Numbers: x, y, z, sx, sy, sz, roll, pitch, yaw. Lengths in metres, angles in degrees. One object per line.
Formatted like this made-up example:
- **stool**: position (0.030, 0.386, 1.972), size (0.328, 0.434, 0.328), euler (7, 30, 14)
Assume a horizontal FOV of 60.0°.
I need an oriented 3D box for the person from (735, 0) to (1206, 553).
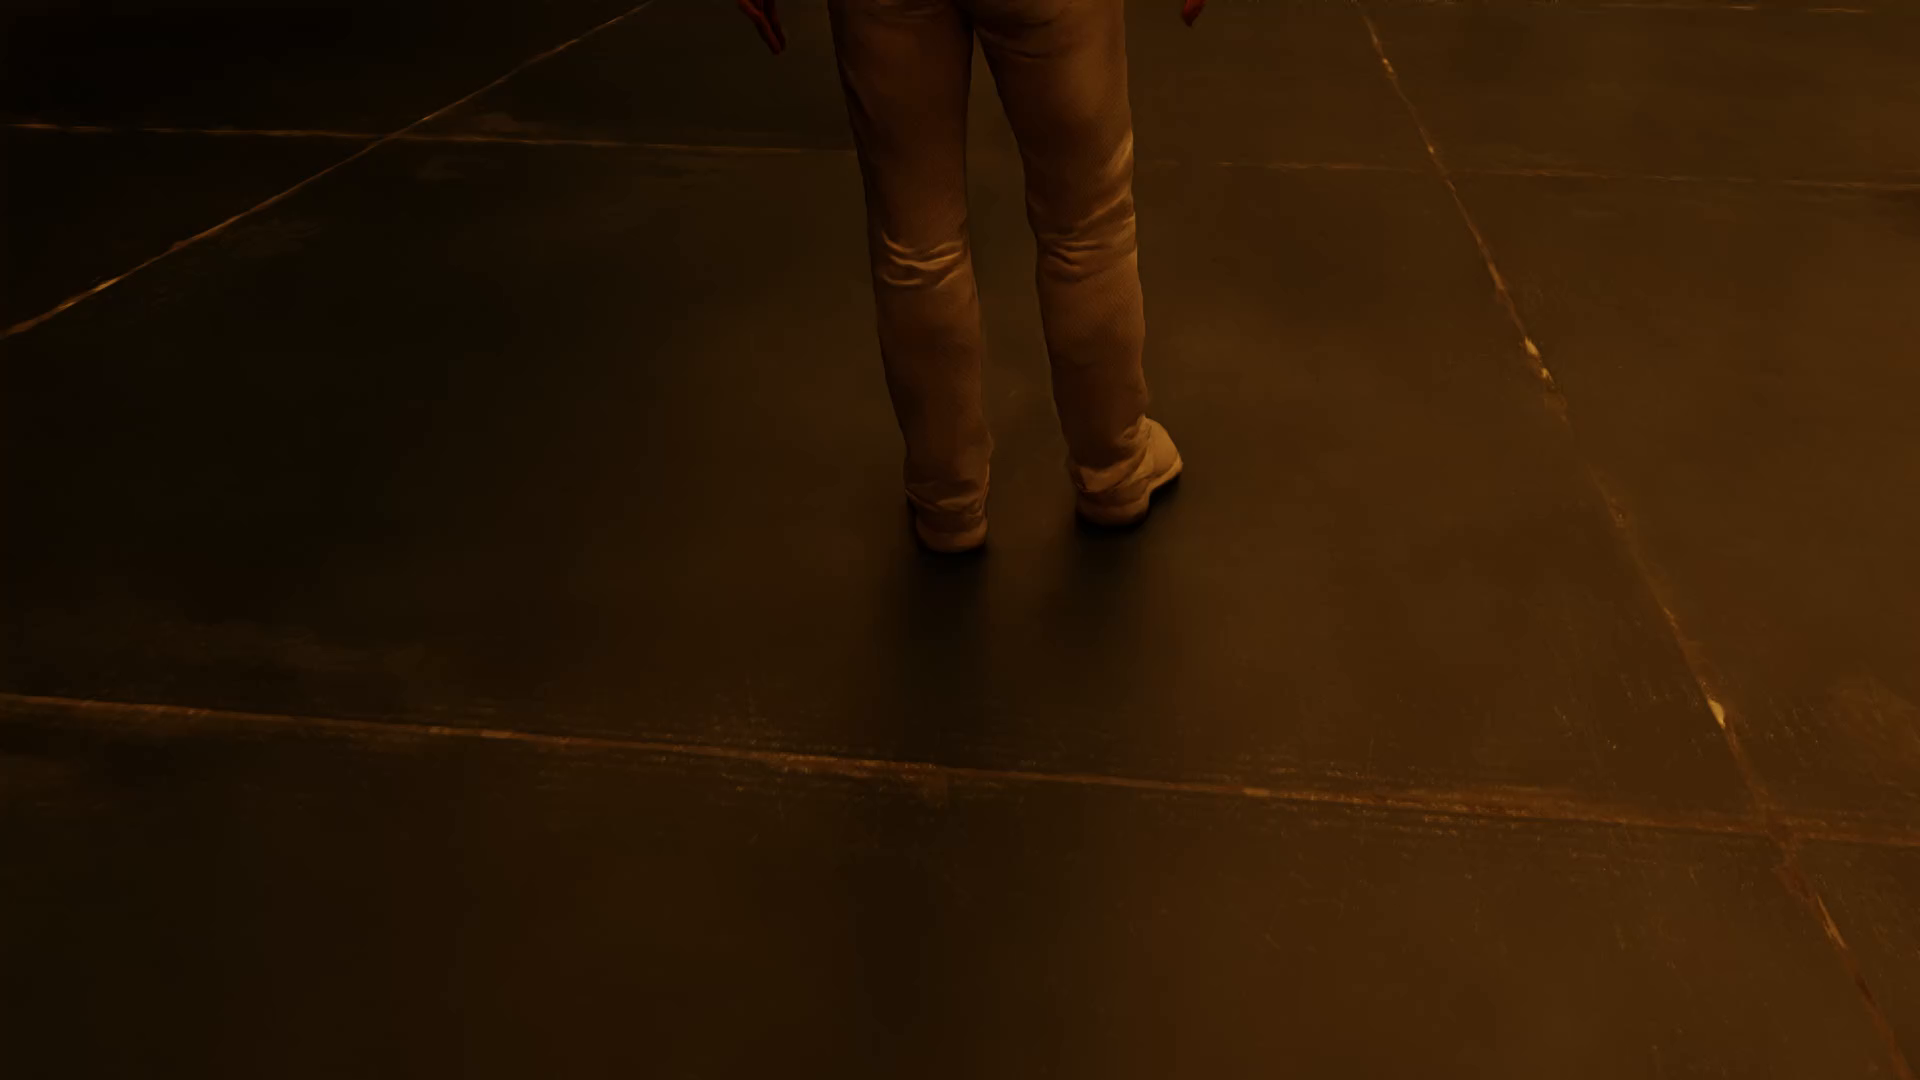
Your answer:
- **person**: position (0.015, -0.824, 2.165), size (0.665, 1.760, 0.576), euler (3, 27, 7)
